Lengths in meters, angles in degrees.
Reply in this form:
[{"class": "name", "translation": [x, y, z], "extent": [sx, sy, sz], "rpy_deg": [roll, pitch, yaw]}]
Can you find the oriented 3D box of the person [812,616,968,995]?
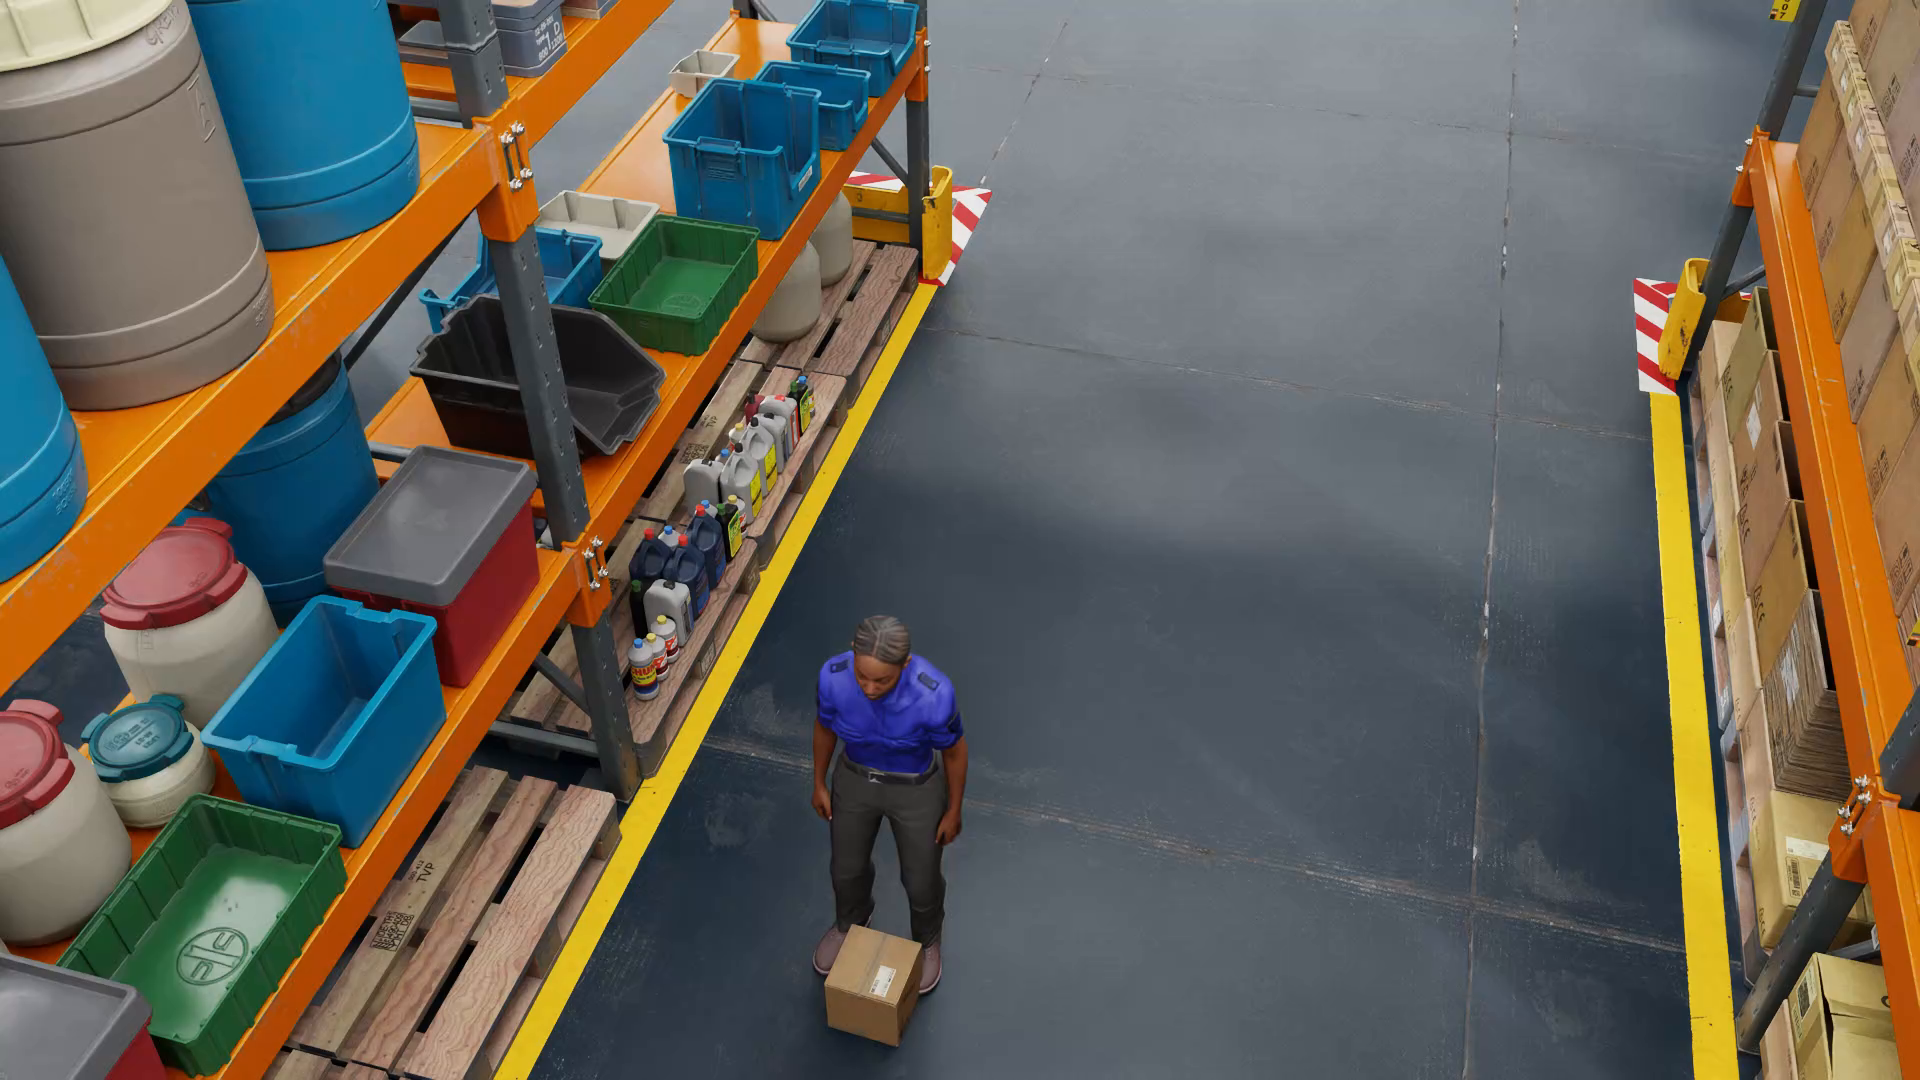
[{"class": "person", "translation": [-0.234, 0.806, 5.244], "extent": [0.512, 1.654, 0.352], "rpy_deg": [10, 42, 11]}]
